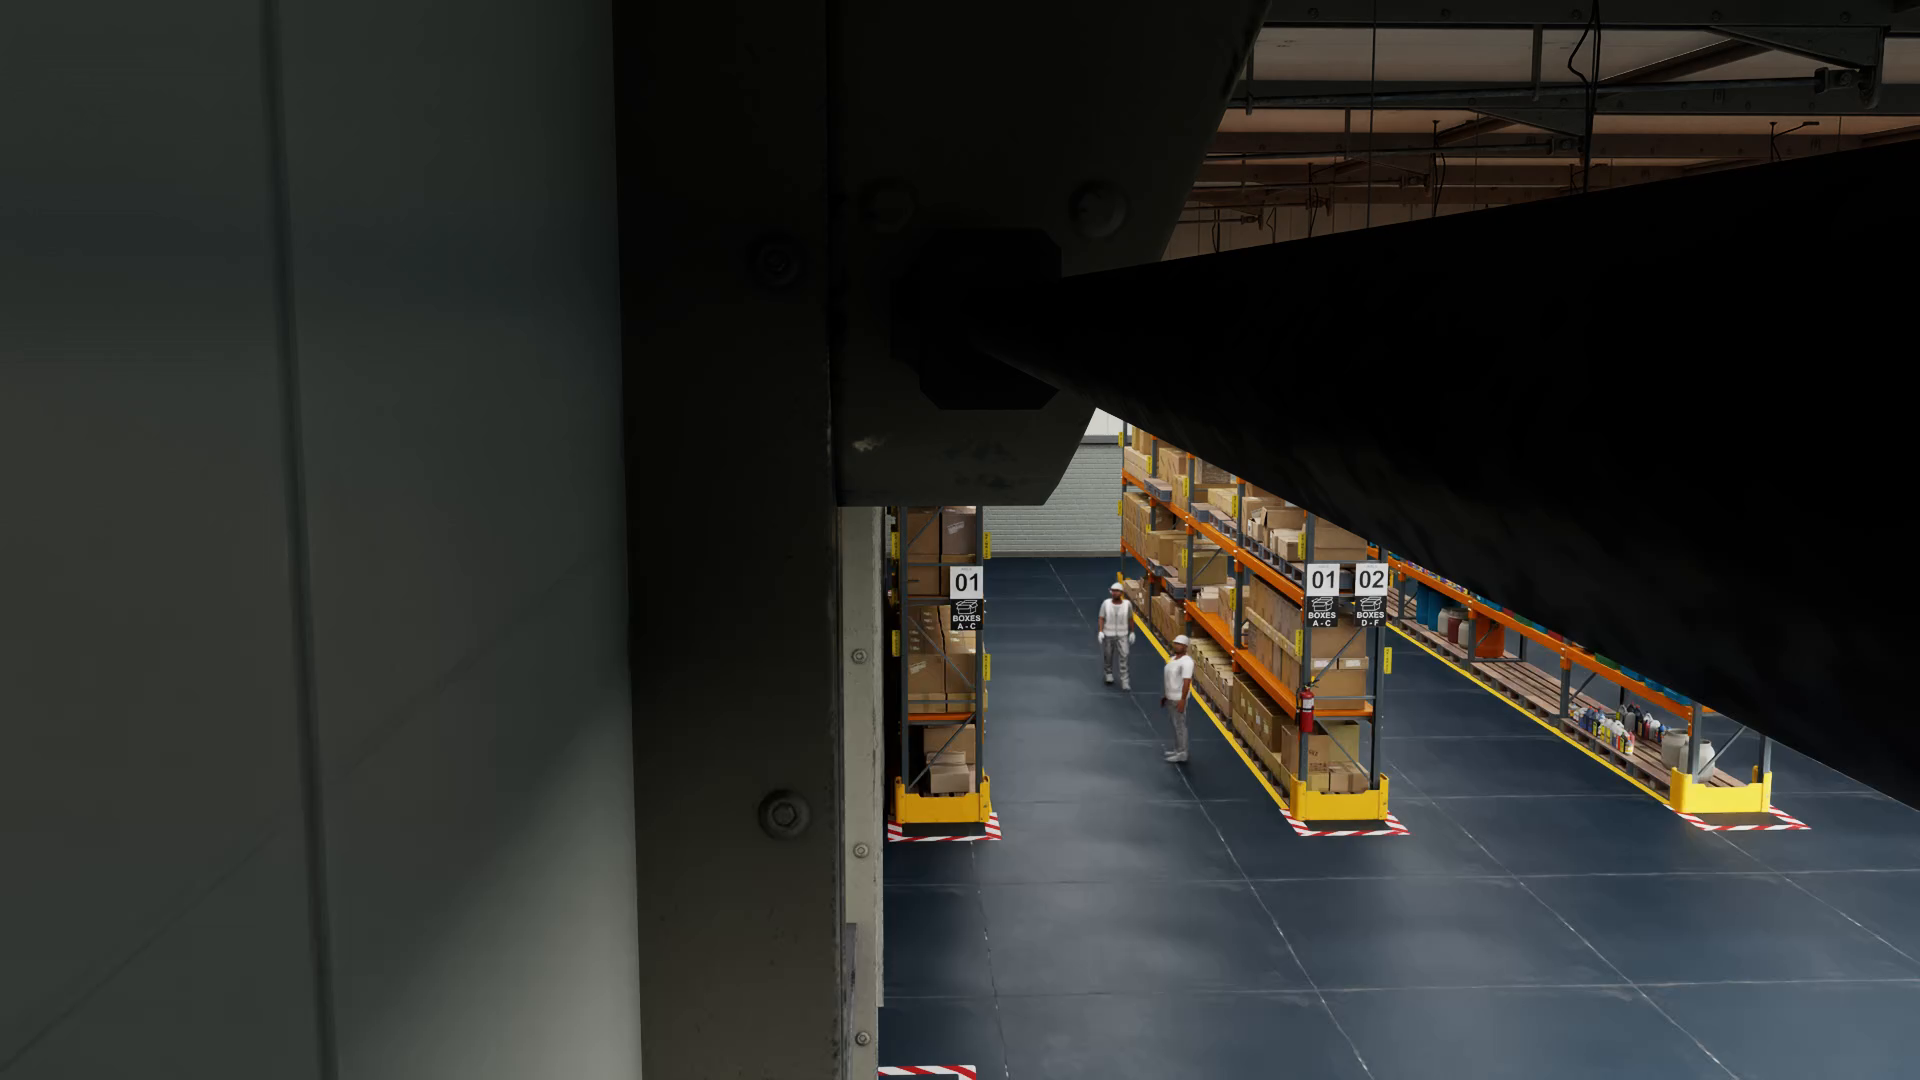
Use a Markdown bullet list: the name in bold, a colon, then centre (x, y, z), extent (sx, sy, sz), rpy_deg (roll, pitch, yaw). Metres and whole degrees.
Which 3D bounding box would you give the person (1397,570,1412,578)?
- **person**: centre (10.514, -0.013, 38.817), extent (0.506, 1.728, 1.050), rpy_deg (-2, 8, -11)

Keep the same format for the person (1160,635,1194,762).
- **person**: centre (3.028, 2.206, 23.202), extent (0.410, 1.757, 0.637), rpy_deg (-1, 8, -6)

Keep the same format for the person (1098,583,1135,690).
- **person**: centre (2.617, 1.575, 27.620), extent (0.649, 1.712, 1.058), rpy_deg (0, 8, -2)
